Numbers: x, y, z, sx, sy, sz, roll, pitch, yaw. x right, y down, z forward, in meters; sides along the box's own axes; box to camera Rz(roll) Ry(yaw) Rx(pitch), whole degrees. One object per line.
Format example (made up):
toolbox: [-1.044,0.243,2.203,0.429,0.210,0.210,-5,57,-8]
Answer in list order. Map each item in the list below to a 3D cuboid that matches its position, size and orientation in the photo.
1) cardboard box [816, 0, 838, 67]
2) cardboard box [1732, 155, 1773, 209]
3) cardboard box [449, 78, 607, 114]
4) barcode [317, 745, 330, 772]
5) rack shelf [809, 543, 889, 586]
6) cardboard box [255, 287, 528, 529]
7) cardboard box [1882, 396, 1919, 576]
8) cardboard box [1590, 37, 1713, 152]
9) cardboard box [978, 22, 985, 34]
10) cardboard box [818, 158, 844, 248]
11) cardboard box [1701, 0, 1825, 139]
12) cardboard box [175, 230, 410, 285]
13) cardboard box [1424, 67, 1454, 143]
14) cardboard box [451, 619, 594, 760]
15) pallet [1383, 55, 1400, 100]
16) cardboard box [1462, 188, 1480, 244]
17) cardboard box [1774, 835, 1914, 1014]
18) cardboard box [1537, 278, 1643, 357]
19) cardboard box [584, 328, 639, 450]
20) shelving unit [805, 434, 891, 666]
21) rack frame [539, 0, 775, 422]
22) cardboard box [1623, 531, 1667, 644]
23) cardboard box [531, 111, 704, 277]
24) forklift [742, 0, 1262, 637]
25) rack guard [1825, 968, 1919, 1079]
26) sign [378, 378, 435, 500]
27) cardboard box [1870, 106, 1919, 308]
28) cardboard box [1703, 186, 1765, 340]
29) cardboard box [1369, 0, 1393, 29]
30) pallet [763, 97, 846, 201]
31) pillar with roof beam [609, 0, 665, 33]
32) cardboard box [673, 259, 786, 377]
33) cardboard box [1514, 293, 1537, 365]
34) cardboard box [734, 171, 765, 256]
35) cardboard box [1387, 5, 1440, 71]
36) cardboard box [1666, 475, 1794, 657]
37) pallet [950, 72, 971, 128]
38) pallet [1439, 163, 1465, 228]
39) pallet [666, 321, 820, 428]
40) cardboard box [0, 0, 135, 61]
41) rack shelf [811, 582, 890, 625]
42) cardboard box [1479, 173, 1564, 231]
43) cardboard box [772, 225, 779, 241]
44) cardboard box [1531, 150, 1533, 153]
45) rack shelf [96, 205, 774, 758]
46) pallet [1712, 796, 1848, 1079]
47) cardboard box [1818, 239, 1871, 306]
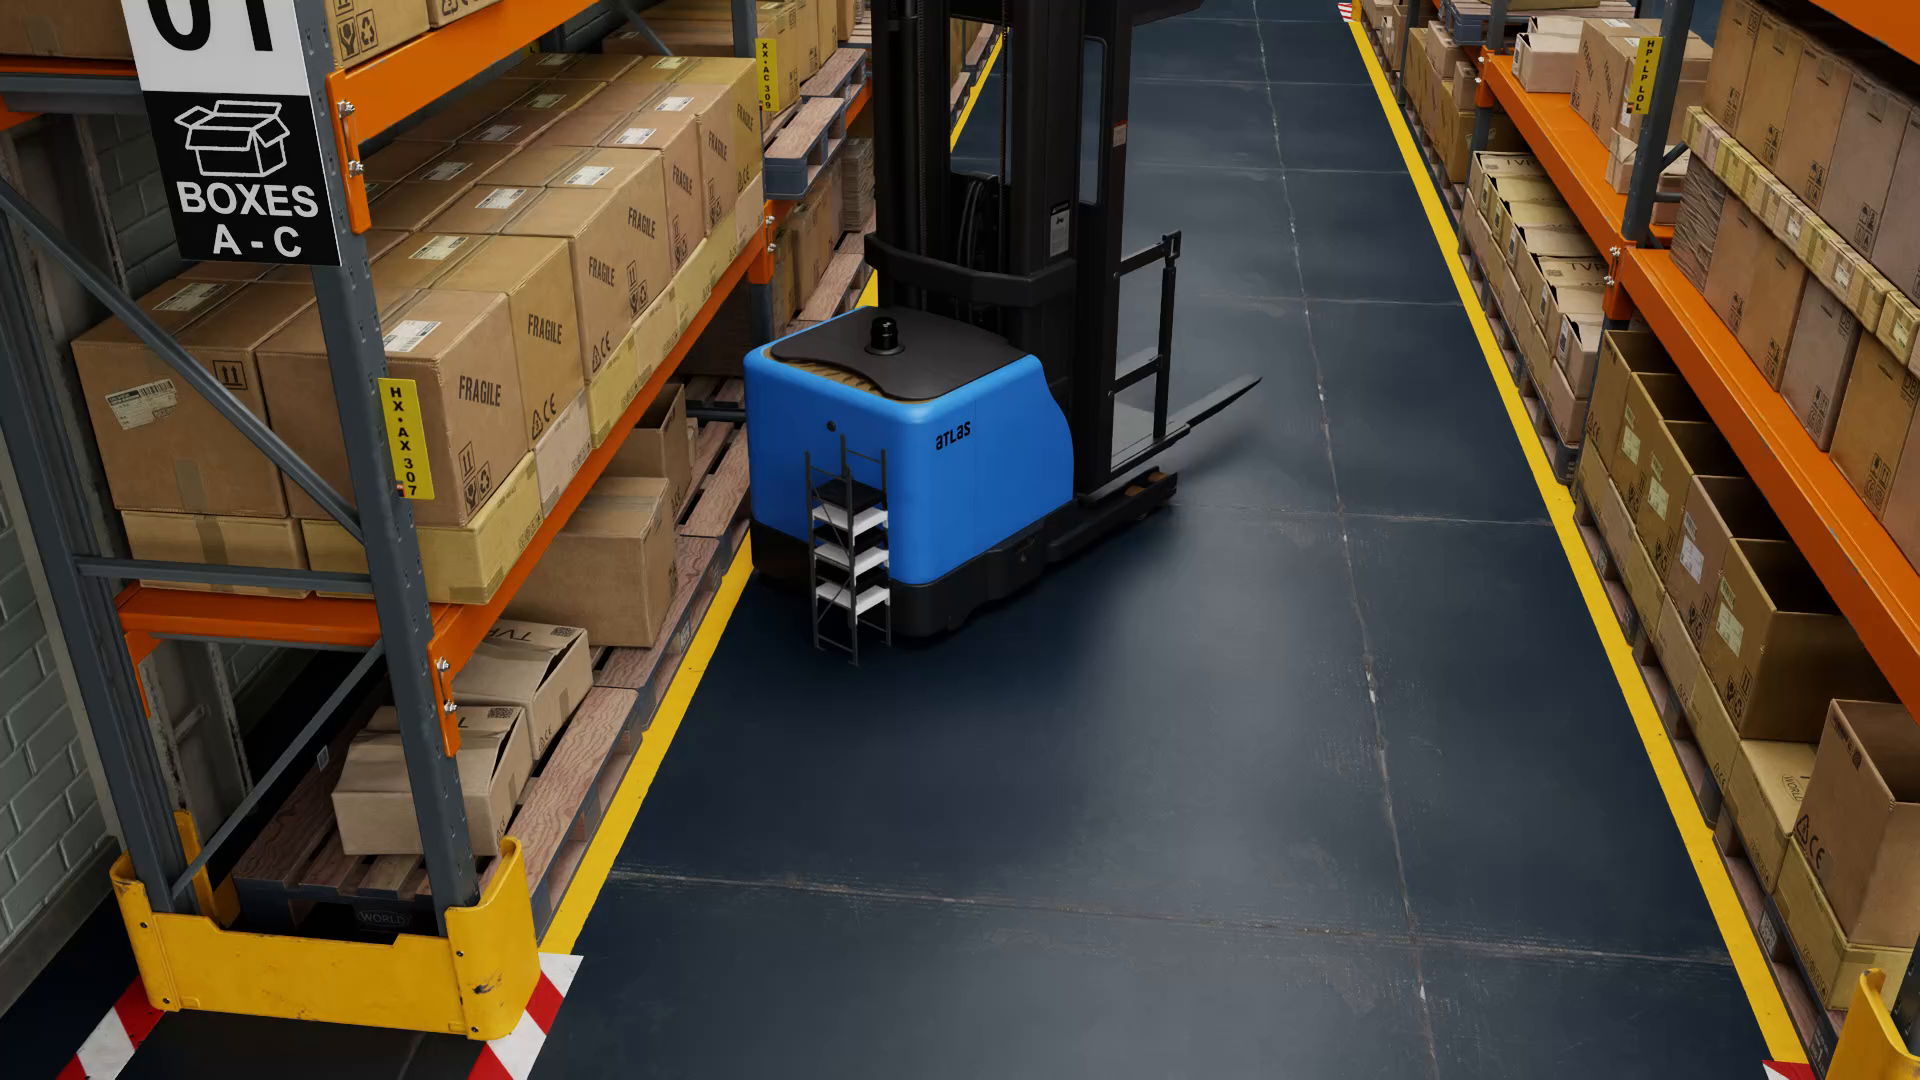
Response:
cardboard box: [-1.116,-3.093,9.760,0.700,0.500,0.500,3,28,6]
cardboard box: [3.172,-1.347,6.299,0.380,0.149,0.250,3,28,6]
cardboard box: [-1.760,-1.603,6.909,0.500,0.500,0.500,3,28,6]
barcode: [-2.139,0.734,5.586,0.001,0.075,0.075,3,28,6]
rack shelf: [-0.448,0.075,6.732,0.258,0.077,0.200,21,35,34]
cardboard box: [-1.562,-0.380,4.639,0.500,0.500,0.500,3,28,6]
cardboard box: [3.128,-0.124,4.712,0.700,0.500,0.500,4,29,8]
cardboard box: [3.725,-2.385,8.908,0.500,0.500,0.500,3,28,6]
cardboard box: [-0.125,-5.456,16.908,0.700,0.500,0.500,4,29,7]
cardboard box: [-1.153,-2.181,10.807,0.700,0.500,0.500,3,28,6]
cardboard box: [3.440,-1.902,6.645,0.700,0.500,0.500,3,29,6]
cardboard box: [-2.000,-0.643,5.127,0.500,0.500,0.500,4,29,7]
cardboard box: [3.982,-3.417,13.102,0.500,0.500,0.500,2,28,4]
cardboard box: [-1.674,0.502,6.027,0.500,0.311,0.500,6,29,10]
pallet: [4.554,-4.358,15.616,1.003,0.211,1.213,3,28,6]
cardboard box: [3.623,-2.124,10.986,0.500,0.250,0.500,3,28,6]
cardboard box: [2.771,1.143,4.923,0.500,0.250,0.500,3,28,6]
cardboard box: [3.311,-1.170,8.624,0.500,0.311,0.500,4,29,8]
cardboard box: [-1.426,-0.538,5.724,0.500,0.250,0.500,3,28,5]
shelving unit: [-0.448,0.046,6.716,0.258,0.900,0.210,21,35,34]
rack frame: [-1.428,-1.782,7.896,1.000,3.000,0.127,3,28,6]
cardboard box: [2.998,0.200,6.672,0.500,0.250,0.500,3,28,6]
cardboard box: [-1.307,-1.343,6.427,0.500,0.500,0.500,3,28,5]
forklift: [0.398,-1.519,7.479,1.130,2.935,3.031,21,35,34]
rack guard: [2.996,1.498,4.442,1.175,0.500,0.348,3,28,6]
sign: [-1.380,-0.249,4.137,0.100,0.325,0.005,3,28,6]
cardboard box: [3.195,-0.958,4.892,0.700,0.500,0.500,3,29,6]
cardboard box: [3.382,-1.082,6.491,0.700,0.500,0.500,3,28,6]
cardboard box: [4.488,-5.418,17.079,0.500,0.250,0.500,3,28,6]
pallet: [-1.190,-2.049,8.593,1.003,0.211,1.213,3,28,6]
pillar with roof beam: [2.317,-5.495,8.461,9.100,9.000,0.400,3,28,6]
cardboard box: [-1.355,-1.223,9.029,0.700,0.500,0.500,4,29,8]
cardboard box: [3.378,-1.162,9.200,0.500,0.250,0.500,4,29,7]
cardboard box: [-1.185,-1.485,7.480,0.500,0.250,0.500,3,29,6]
cardboard box: [4.257,-4.640,15.372,0.500,0.500,0.500,3,28,6]
cardboard box: [2.939,0.105,6.057,0.500,0.500,0.500,3,28,6]
pallet: [-0.468,-3.953,14.865,1.003,0.211,1.213,3,28,6]
pallet: [4.108,-2.501,12.169,1.003,0.211,1.213,3,28,6]
pallet: [-1.334,-0.921,9.238,1.003,0.211,1.213,3,28,6]
cardboard box: [-2.119,-1.484,4.053,0.500,0.500,0.500,5,29,10]
rack shelf: [-0.448,0.234,6.817,0.258,0.077,0.200,21,35,34]
cardboard box: [3.567,-2.123,10.393,0.500,0.311,0.500,3,28,5]
cardboard box: [-1.304,-1.761,9.237,0.500,0.250,0.500,3,28,5]
cardboard box: [4.318,-2.670,11.715,0.500,0.500,0.500,5,29,8]
rack shelf: [-1.673,-0.524,6.319,1.077,0.370,4.000,3,28,6]
pallet: [3.051,1.252,5.204,1.003,0.211,1.213,3,28,6]
cardboard box: [3.044,-0.864,5.402,0.380,0.149,0.250,3,28,5]
